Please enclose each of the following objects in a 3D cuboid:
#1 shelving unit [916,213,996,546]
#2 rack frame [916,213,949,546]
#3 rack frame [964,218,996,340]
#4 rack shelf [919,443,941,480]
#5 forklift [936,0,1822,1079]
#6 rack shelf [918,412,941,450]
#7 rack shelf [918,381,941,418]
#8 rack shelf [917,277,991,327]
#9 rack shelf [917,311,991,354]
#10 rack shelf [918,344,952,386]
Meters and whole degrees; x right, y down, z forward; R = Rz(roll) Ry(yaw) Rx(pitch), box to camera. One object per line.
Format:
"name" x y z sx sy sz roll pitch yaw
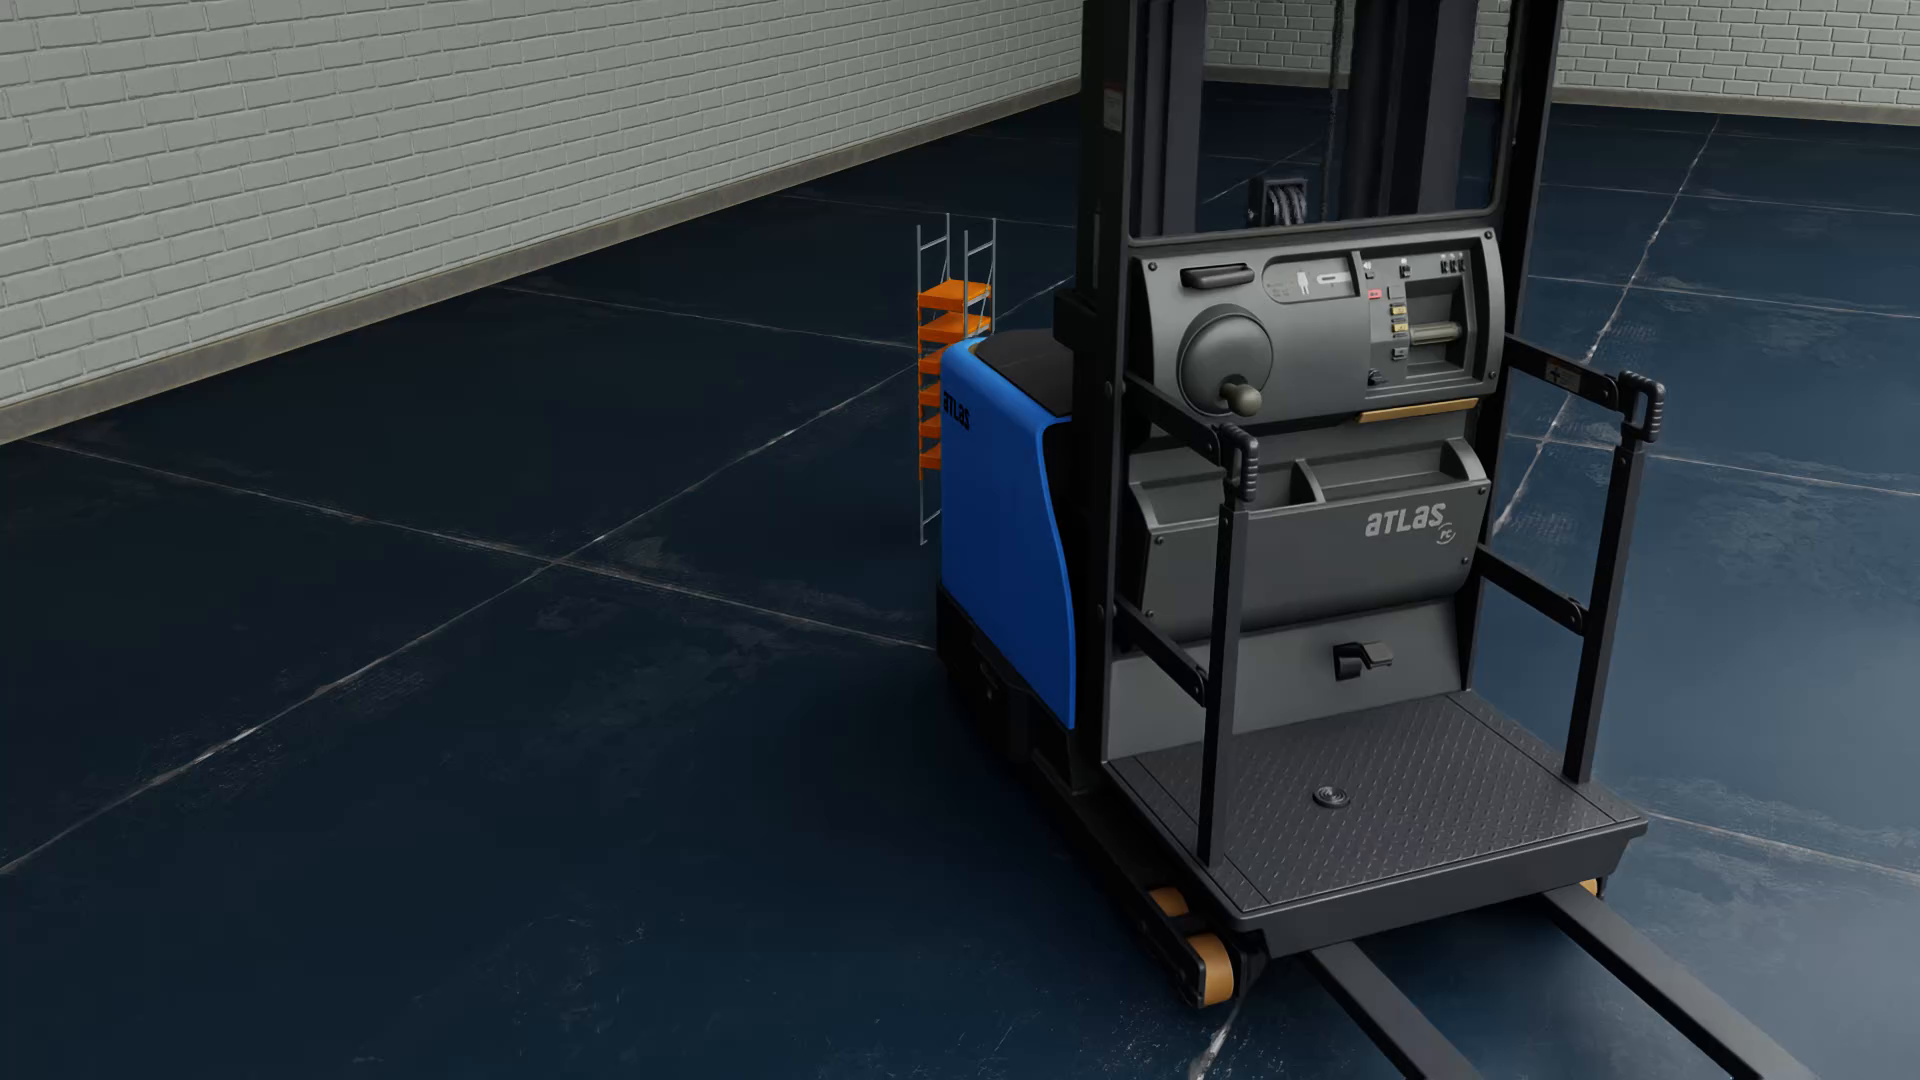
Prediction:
"shelving unit" -0.013 -0.555 6.021 0.189 1.200 0.258 11 25 25
"rack frame" -0.095 -0.571 6.059 0.006 1.200 0.240 11 25 25
"rack frame" 0.069 -0.539 5.983 0.006 1.200 0.240 11 25 25
"rack shelf" -0.013 -0.293 6.133 0.180 0.103 0.258 11 25 25
"forklift" 0.919 -0.475 3.622 1.130 2.935 3.031 -8 24 -19
"rack shelf" -0.013 -0.403 6.086 0.180 0.103 0.258 11 25 25
"rack shelf" -0.013 -0.514 6.039 0.180 0.103 0.258 11 25 25
"rack shelf" -0.013 -0.845 5.898 0.180 0.103 0.258 11 25 25
"rack shelf" -0.013 -0.735 5.945 0.180 0.103 0.258 11 25 25
"rack shelf" -0.013 -0.624 5.992 0.180 0.103 0.258 11 25 25
